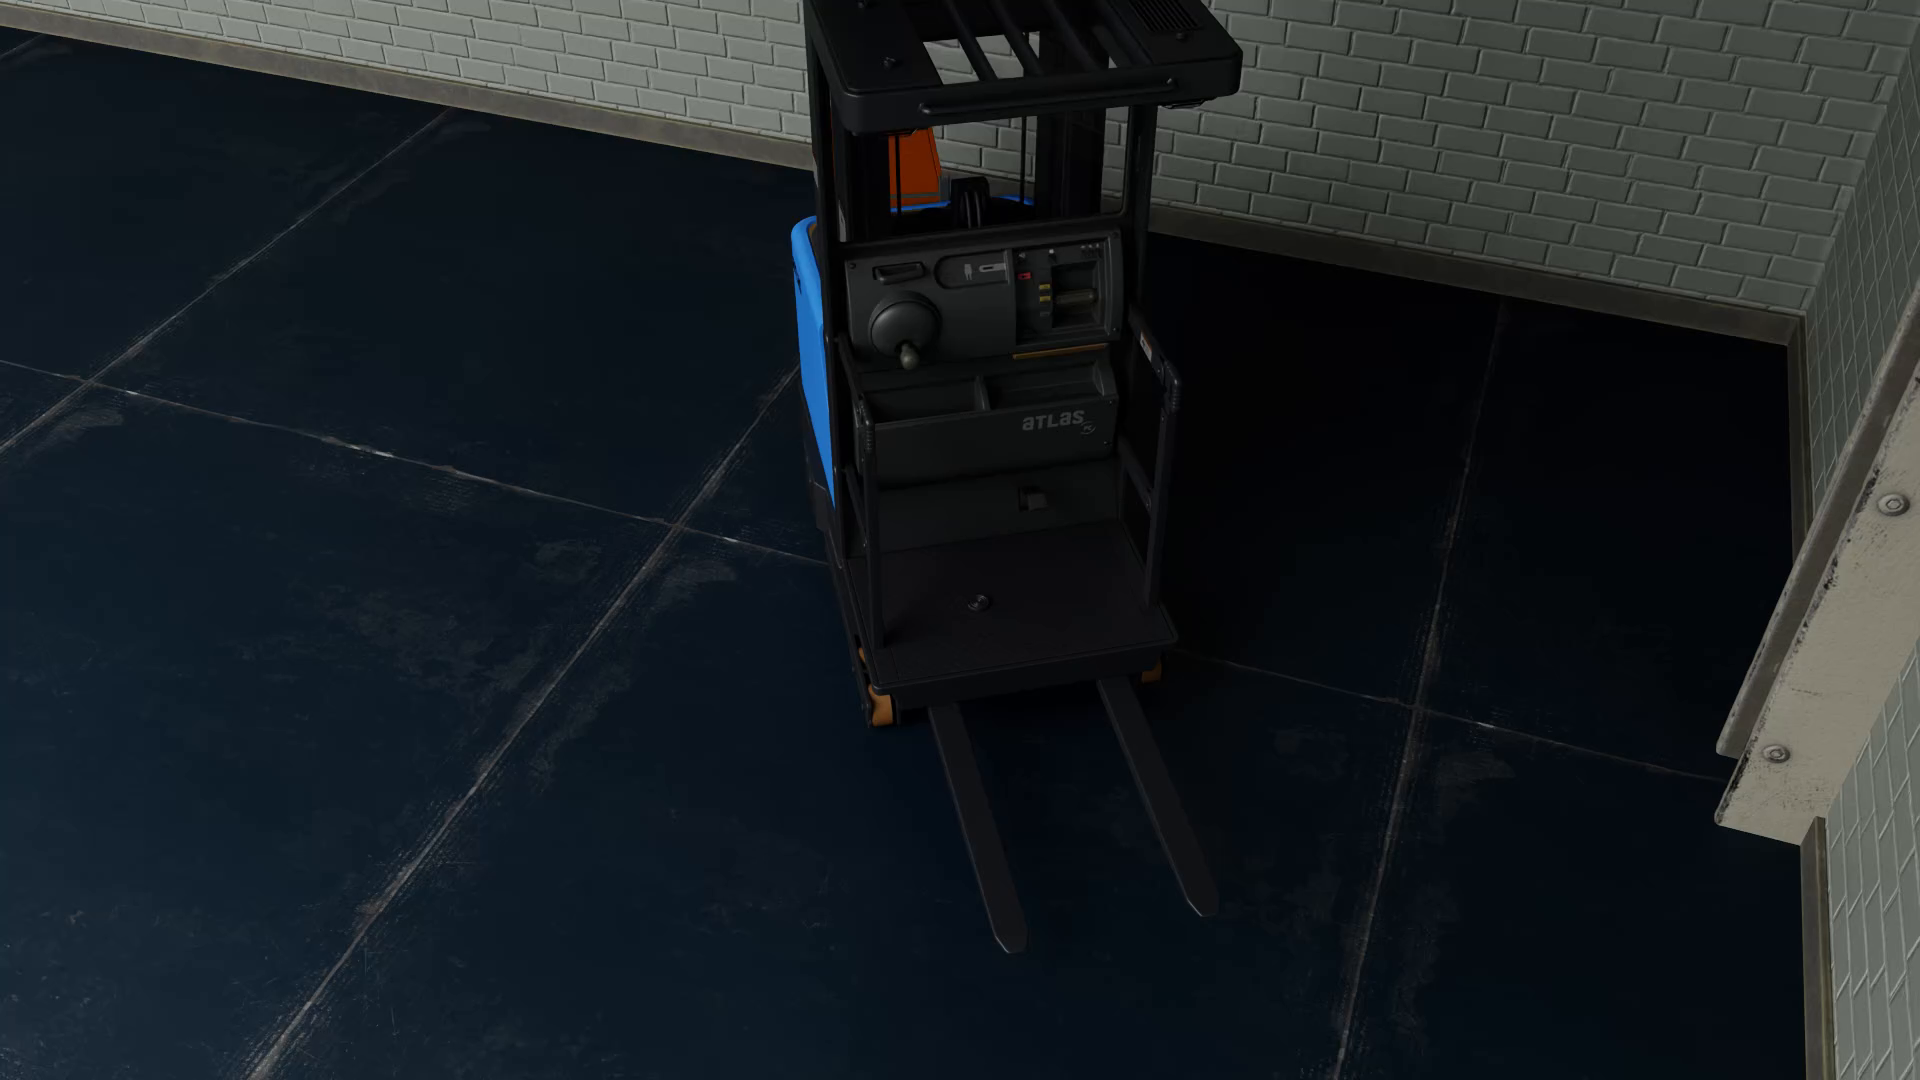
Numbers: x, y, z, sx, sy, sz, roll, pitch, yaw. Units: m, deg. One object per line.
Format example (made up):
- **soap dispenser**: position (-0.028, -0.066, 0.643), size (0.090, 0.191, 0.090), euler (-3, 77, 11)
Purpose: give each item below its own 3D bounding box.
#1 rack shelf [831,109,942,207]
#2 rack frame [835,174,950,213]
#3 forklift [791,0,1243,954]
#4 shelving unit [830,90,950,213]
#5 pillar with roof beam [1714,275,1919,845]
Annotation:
- **rack shelf**: position (-0.349, -1.583, 7.288), size (0.538, 0.278, 1.000), euler (-4, 41, -5)
- **rack frame**: position (-0.292, -1.032, 7.093), size (0.500, 1.125, 0.032), euler (-4, 41, -5)
- **forklift**: position (0.137, -0.718, 5.333), size (1.130, 2.935, 3.031), euler (-8, 41, -10)
- **shelving unit**: position (-0.349, -1.360, 7.478), size (0.538, 1.125, 1.048), euler (-4, 41, -5)
- **pillar with roof beam**: position (-1.280, -3.506, 3.926), size (9.100, 9.000, 0.400), euler (13, 42, 15)
